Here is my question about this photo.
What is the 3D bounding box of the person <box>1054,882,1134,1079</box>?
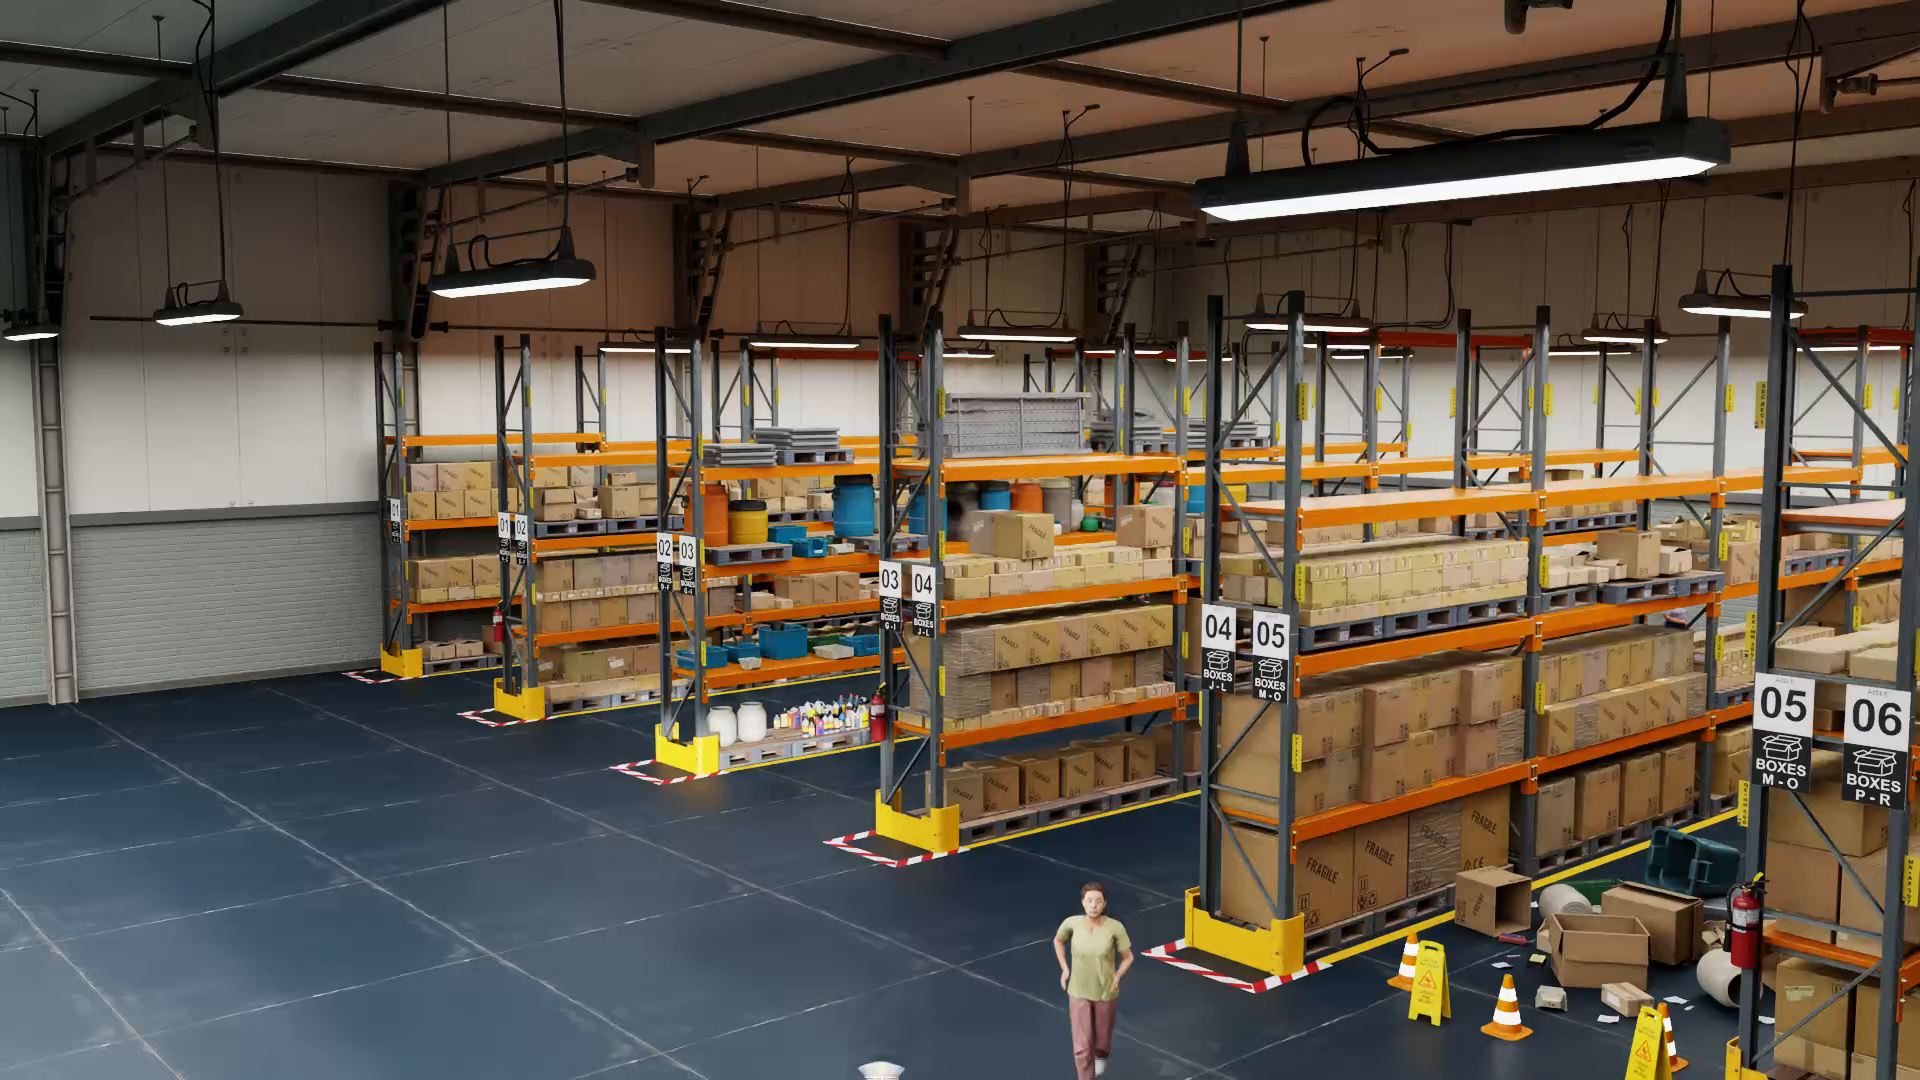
[{"bbox_3d":[0.953,3.264,11.930,0.579,1.669,0.879,1,5,6],"label":"person"}]

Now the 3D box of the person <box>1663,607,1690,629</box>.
[{"bbox_3d":[12.791,1.651,29.731,0.607,1.684,0.831,-3,6,-30],"label":"person"}]

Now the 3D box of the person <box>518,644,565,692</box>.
[{"bbox_3d":[-7.125,1.673,28.383,0.700,1.754,0.989,4,7,37],"label":"person"}]

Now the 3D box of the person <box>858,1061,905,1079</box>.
[{"bbox_3d":[-0.427,3.540,8.802,0.577,1.653,0.624,0,5,1],"label":"person"}]
